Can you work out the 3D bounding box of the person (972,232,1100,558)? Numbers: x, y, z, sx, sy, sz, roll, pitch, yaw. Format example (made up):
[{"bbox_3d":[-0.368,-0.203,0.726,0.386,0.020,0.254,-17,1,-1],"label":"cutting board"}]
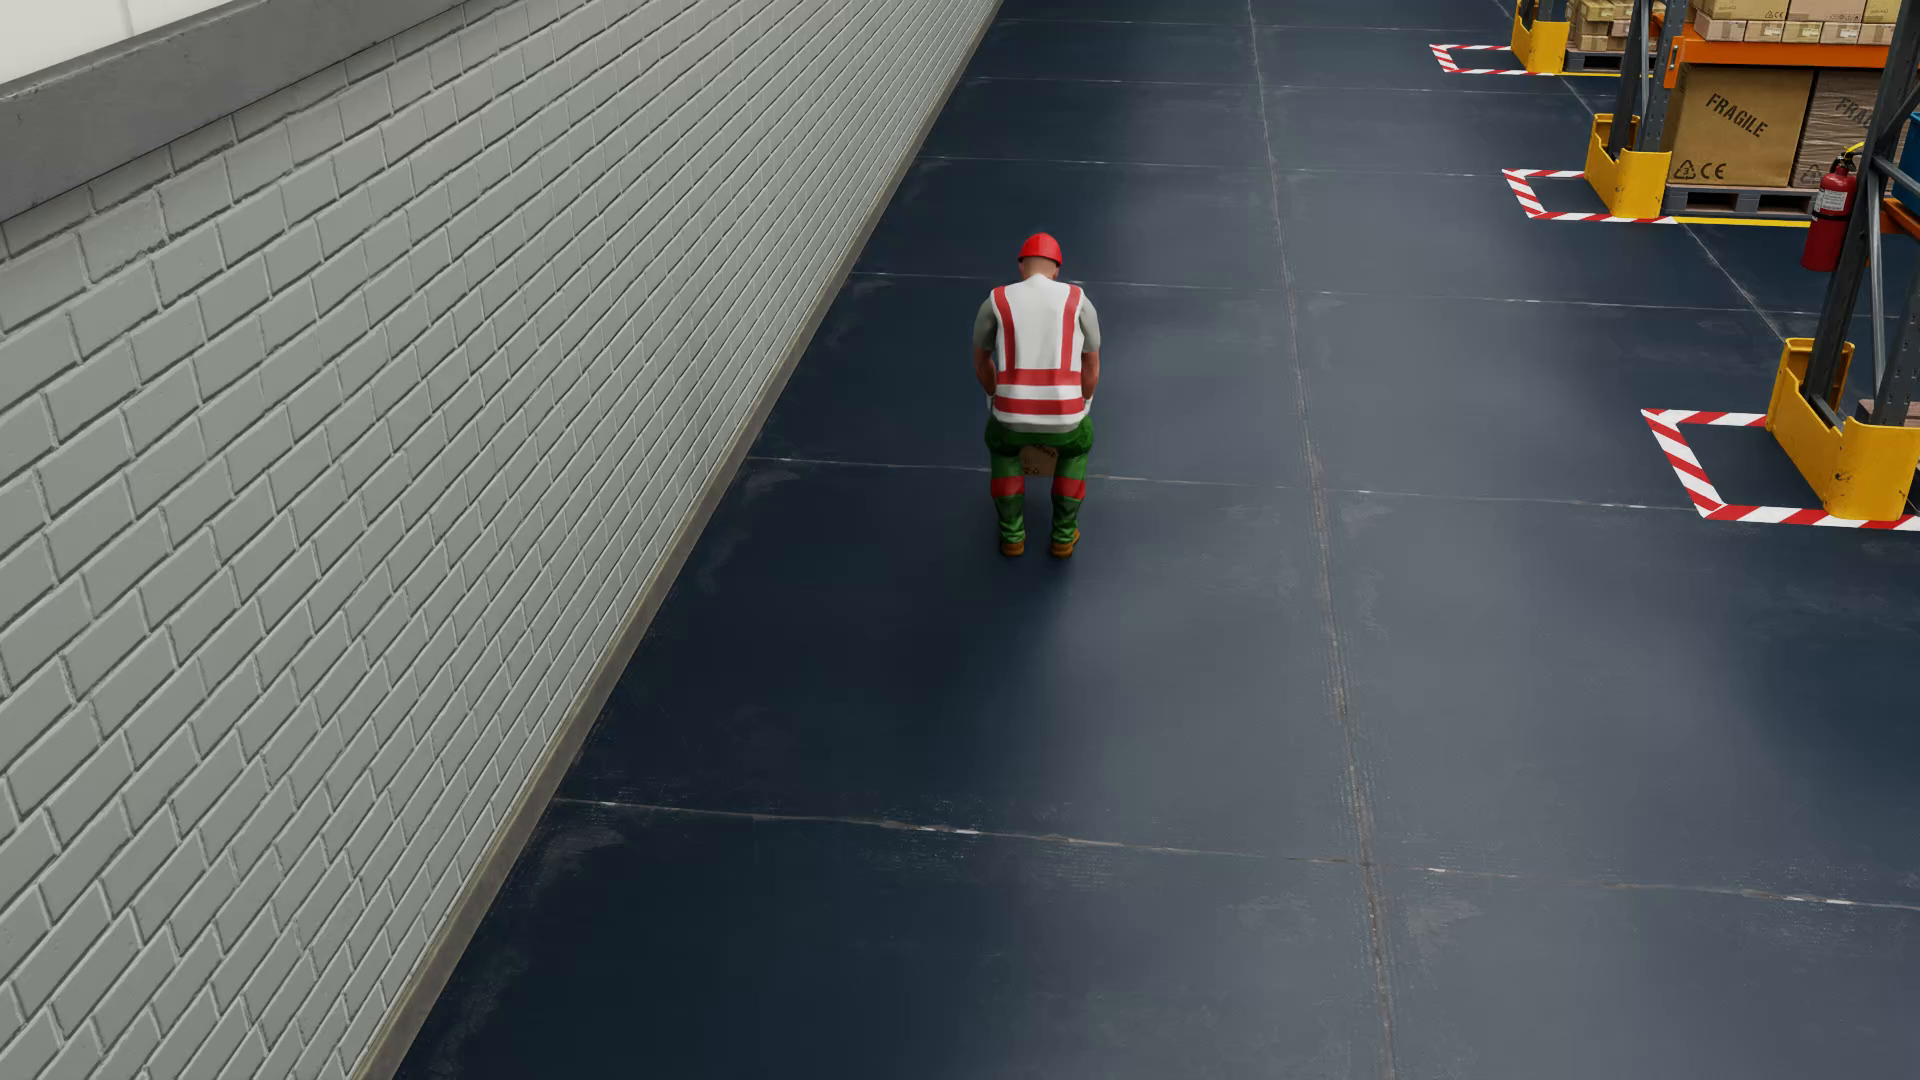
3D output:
[{"bbox_3d":[0.339,-0.640,7.661,0.583,1.443,0.748,3,28,6],"label":"person"}]
